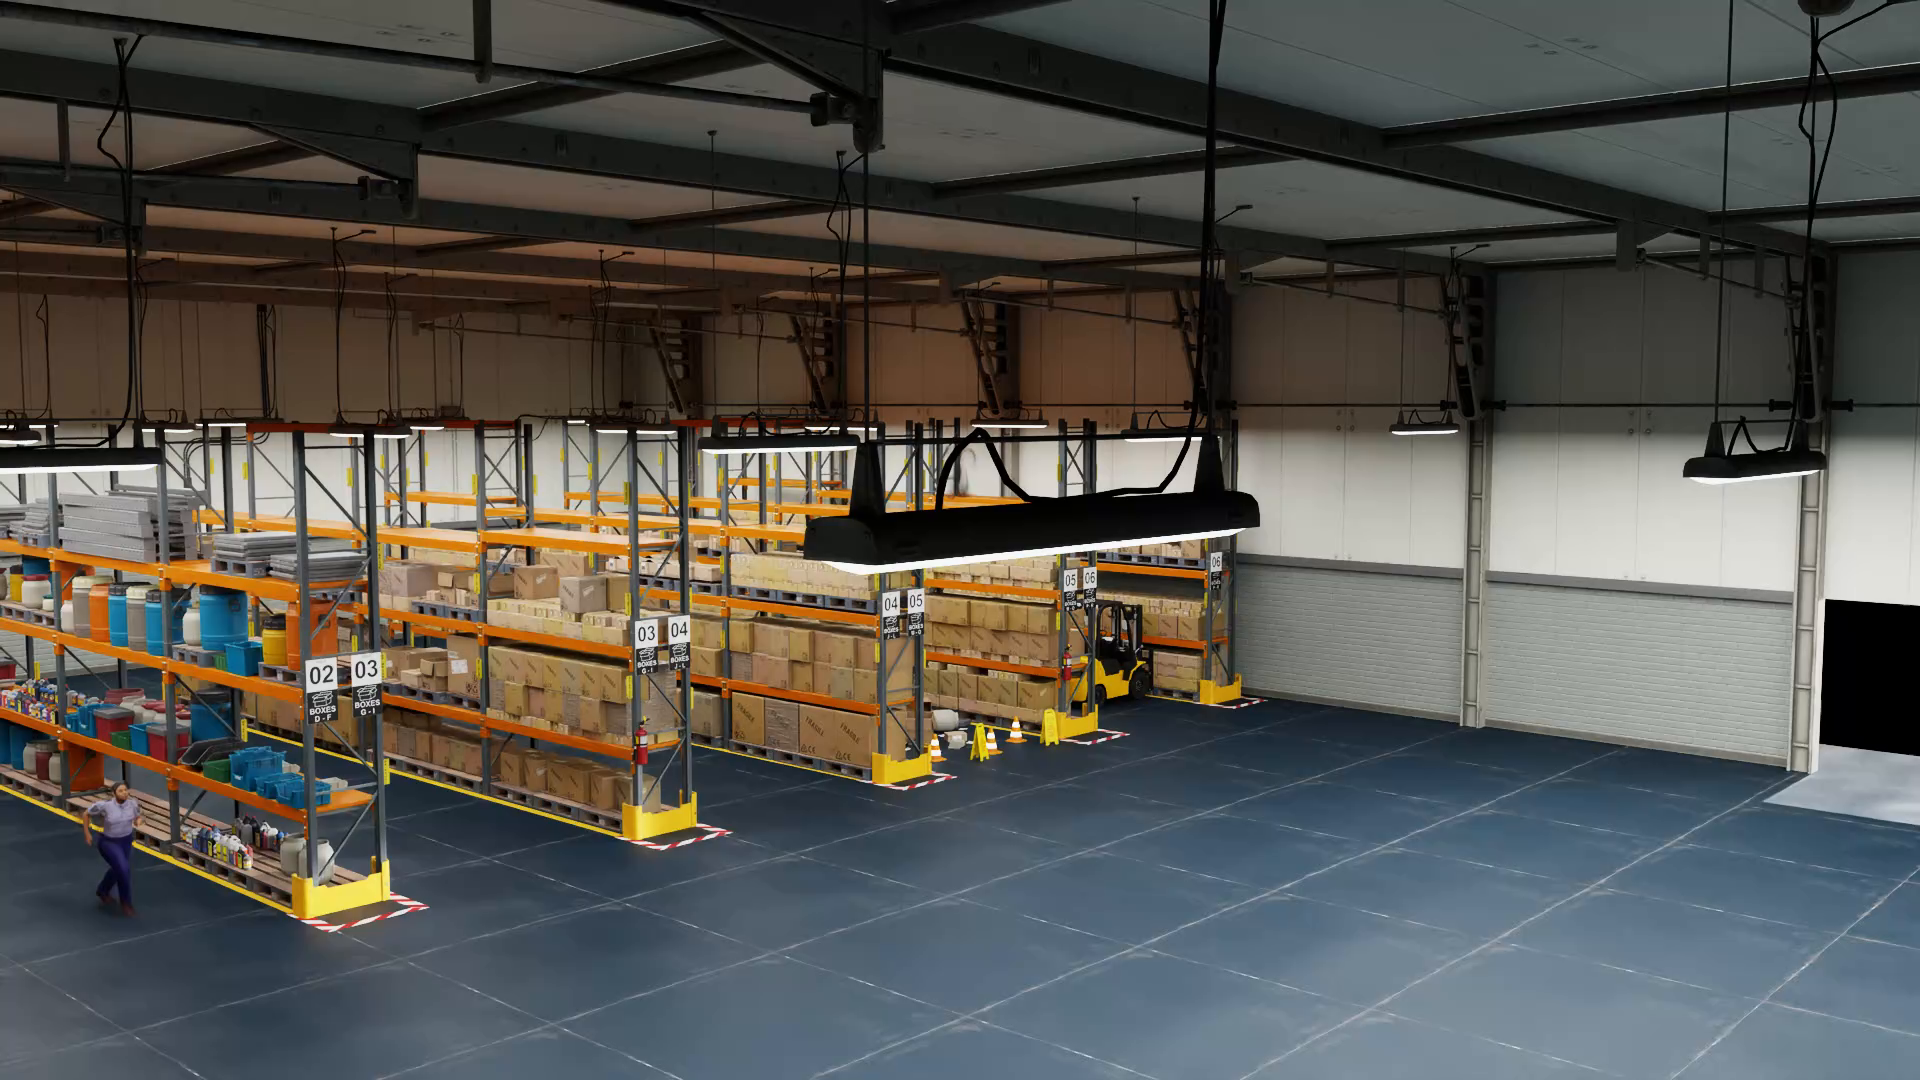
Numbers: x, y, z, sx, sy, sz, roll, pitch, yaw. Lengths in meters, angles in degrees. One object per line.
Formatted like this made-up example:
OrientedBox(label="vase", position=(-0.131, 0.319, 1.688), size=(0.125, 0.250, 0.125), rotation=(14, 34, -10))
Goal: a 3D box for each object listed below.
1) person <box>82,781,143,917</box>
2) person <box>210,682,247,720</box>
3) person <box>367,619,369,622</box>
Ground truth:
OrientedBox(label="person", position=(-10.539, 3.831, 20.730), size=(0.833, 1.691, 0.627), rotation=(3, 5, 30))
OrientedBox(label="person", position=(-13.284, 3.034, 30.219), size=(0.661, 1.682, 0.585), rotation=(-4, 6, -41))
OrientedBox(label="person", position=(-12.925, 2.520, 36.558), size=(0.573, 1.649, 0.566), rotation=(-4, 6, -42))
